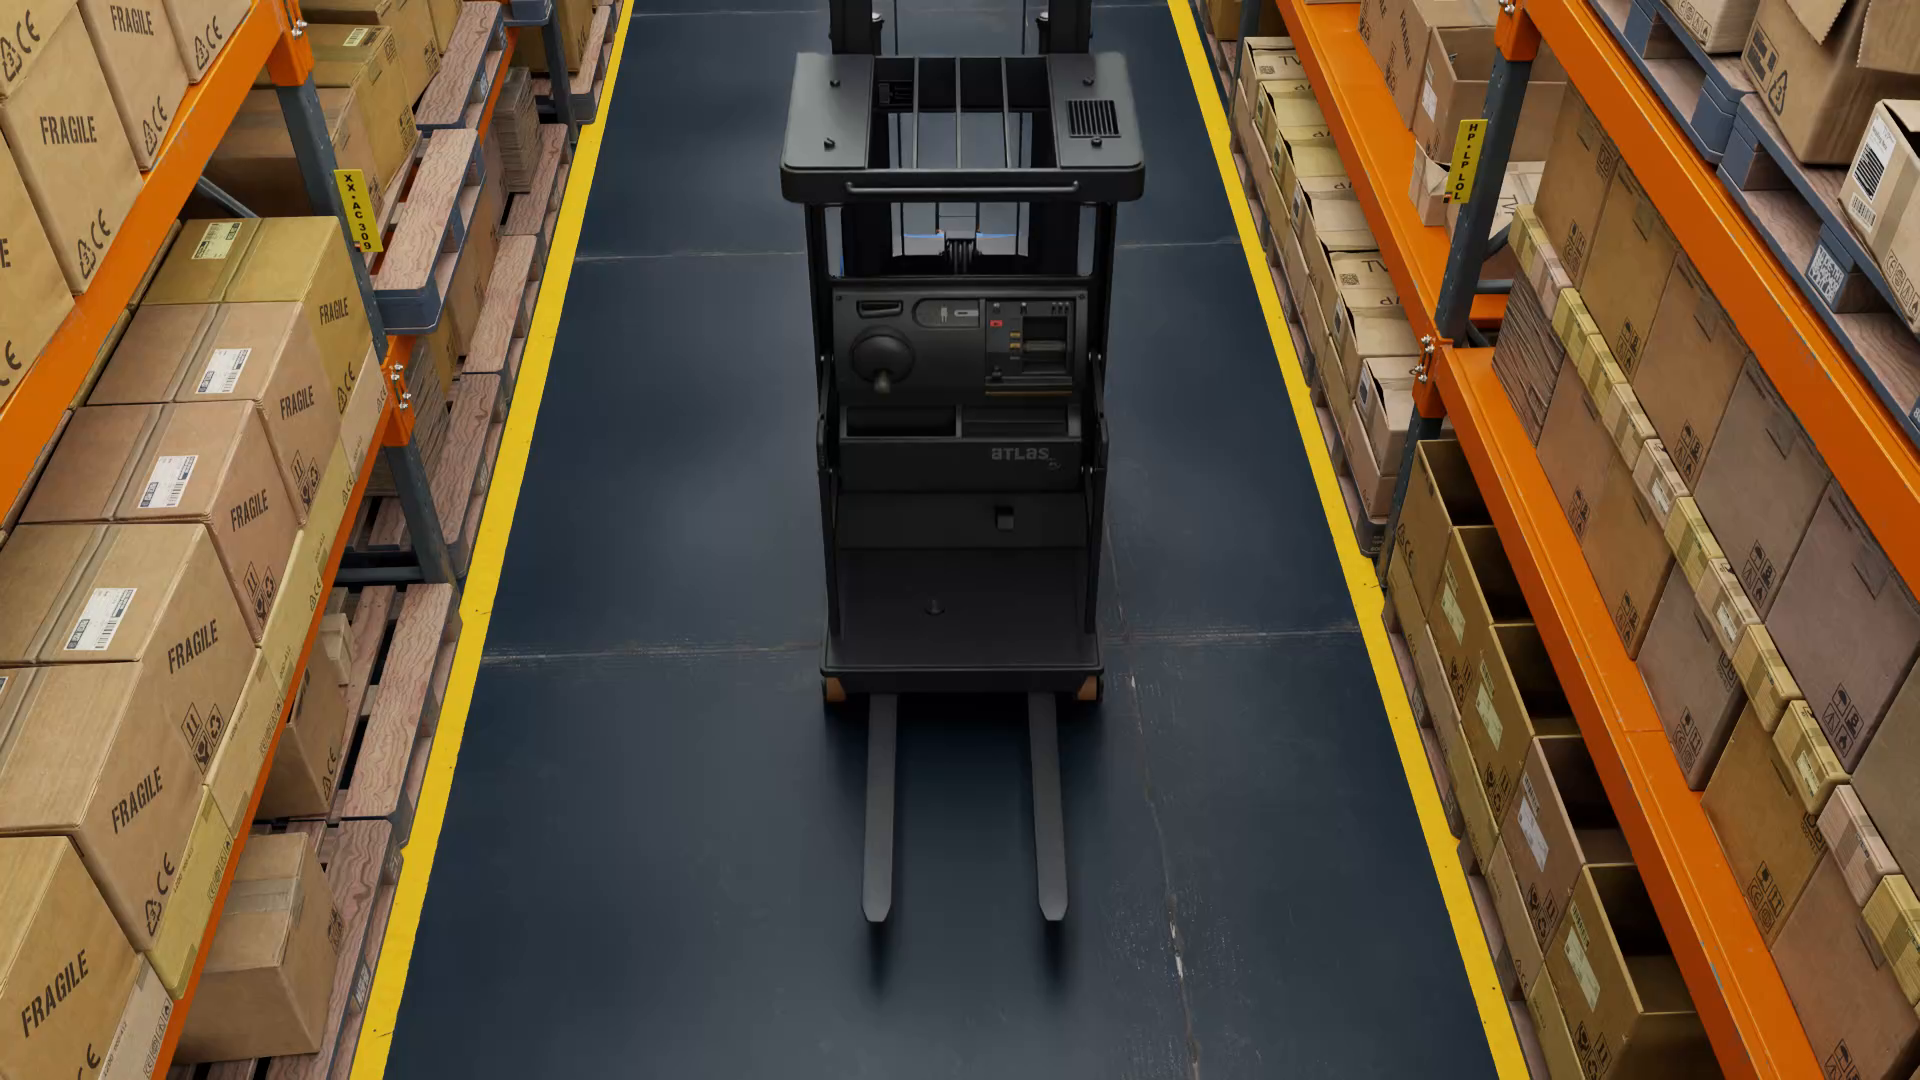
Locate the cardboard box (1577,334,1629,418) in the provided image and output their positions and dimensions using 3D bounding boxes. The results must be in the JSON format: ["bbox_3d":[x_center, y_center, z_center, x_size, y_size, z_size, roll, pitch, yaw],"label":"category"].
[{"bbox_3d":[2.167,-0.516,5.189,0.380,0.149,0.250,-2,43,-2],"label":"cardboard box"}]

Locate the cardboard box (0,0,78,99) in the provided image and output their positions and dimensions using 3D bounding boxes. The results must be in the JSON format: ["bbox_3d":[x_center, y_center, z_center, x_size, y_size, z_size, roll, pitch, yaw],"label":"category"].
[{"bbox_3d":[-2.277,-1.269,3.515,0.500,0.500,0.500,-3,43,-3],"label":"cardboard box"}]

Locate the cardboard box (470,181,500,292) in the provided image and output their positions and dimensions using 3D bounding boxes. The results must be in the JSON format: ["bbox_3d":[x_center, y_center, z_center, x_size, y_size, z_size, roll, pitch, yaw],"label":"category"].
[{"bbox_3d":[-2.768,-1.574,8.421,0.700,0.500,0.500,-2,43,-2],"label":"cardboard box"}]

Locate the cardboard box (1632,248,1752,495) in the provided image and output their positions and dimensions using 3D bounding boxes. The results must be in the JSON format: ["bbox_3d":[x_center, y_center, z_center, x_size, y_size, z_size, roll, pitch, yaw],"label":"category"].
[{"bbox_3d":[2.382,-0.484,4.674,0.700,0.500,0.500,-2,43,-2],"label":"cardboard box"}]

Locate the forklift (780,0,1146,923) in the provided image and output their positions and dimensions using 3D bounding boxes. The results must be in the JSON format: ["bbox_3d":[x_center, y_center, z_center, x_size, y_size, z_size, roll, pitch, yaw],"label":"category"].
[{"bbox_3d":[0.005,-0.643,5.932,1.130,2.935,3.031,0,43,0],"label":"forklift"}]

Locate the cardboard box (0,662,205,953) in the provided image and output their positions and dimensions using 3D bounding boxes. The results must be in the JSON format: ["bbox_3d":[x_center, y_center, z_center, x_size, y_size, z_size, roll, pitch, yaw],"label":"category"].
[{"bbox_3d":[-2.213,0.655,4.006,0.500,0.500,0.500,-3,43,-3],"label":"cardboard box"}]

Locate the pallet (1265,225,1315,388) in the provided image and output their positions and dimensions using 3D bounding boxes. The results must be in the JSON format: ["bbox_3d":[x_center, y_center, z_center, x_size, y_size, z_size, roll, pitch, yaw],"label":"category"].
[{"bbox_3d":[2.188,-1.241,8.598,1.003,0.211,1.213,-2,43,-2],"label":"pallet"}]

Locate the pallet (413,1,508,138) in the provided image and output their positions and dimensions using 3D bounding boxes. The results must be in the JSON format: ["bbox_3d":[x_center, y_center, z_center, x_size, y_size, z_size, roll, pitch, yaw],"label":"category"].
[{"bbox_3d":[-2.681,-2.097,7.610,1.003,0.211,1.213,-2,43,-2],"label":"pallet"}]

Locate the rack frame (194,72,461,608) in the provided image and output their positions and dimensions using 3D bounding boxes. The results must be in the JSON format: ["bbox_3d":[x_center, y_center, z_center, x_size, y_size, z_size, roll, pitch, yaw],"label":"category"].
[{"bbox_3d":[-2.636,-0.803,6.056,1.000,3.000,0.127,-2,43,-2],"label":"rack frame"}]

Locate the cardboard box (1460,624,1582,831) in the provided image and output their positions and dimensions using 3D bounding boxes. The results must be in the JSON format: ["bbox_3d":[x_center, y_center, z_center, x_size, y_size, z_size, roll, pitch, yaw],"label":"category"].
[{"bbox_3d":[2.063,0.632,5.659,0.500,0.500,0.500,-2,43,-2],"label":"cardboard box"}]

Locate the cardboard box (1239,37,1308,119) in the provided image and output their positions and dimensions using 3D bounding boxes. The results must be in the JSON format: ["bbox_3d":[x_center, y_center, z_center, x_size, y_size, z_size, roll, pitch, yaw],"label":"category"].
[{"bbox_3d":[1.872,-2.634,9.362,0.500,0.311,0.500,0,43,0],"label":"cardboard box"}]

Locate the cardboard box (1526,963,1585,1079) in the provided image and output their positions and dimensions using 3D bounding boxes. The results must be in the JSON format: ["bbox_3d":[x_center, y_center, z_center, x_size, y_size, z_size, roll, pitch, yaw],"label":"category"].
[{"bbox_3d":[2.109,1.583,5.176,0.500,0.250,0.500,-2,43,-2],"label":"cardboard box"}]

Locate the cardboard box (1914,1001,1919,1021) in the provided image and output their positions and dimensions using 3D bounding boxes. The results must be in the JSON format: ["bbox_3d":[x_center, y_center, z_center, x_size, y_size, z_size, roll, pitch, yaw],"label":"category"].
[{"bbox_3d":[2.264,1.048,3.483,0.380,0.149,0.250,-1,43,-1],"label":"cardboard box"}]

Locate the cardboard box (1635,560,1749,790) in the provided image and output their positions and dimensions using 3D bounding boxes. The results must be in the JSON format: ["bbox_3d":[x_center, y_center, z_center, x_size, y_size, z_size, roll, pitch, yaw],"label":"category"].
[{"bbox_3d":[2.407,0.356,4.718,0.700,0.500,0.500,0,43,-1],"label":"cardboard box"}]

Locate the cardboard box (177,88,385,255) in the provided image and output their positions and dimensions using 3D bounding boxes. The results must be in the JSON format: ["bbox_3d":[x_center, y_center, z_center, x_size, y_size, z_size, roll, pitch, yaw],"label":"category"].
[{"bbox_3d":[-2.623,-1.346,6.249,0.700,0.500,0.500,-2,43,-2],"label":"cardboard box"}]

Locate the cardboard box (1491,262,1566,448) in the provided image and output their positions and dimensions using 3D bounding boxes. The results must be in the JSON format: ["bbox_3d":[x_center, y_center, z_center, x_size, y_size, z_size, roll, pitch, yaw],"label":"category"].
[{"bbox_3d":[2.338,-0.685,5.853,0.700,0.500,0.500,-3,43,-3],"label":"cardboard box"}]

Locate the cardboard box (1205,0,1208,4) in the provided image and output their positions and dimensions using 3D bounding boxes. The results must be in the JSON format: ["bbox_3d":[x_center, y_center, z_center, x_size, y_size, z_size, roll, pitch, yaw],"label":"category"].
[{"bbox_3d":[1.847,-3.863,10.918,0.500,0.500,0.500,-3,43,-3],"label":"cardboard box"}]

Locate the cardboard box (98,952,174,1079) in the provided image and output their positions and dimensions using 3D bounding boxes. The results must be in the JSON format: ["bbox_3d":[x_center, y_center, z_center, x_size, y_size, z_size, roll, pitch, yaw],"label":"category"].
[{"bbox_3d":[-2.206,1.257,3.905,0.500,0.250,0.500,-3,43,-3],"label":"cardboard box"}]

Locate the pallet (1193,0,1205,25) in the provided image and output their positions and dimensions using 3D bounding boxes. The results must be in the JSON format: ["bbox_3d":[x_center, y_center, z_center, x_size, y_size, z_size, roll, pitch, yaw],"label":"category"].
[{"bbox_3d":[2.101,-3.947,11.549,1.003,0.211,1.213,-2,43,-2],"label":"pallet"}]

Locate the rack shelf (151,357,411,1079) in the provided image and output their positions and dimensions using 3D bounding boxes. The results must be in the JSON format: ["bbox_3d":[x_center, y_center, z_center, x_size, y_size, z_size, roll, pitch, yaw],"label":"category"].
[{"bbox_3d":[-2.551,0.813,4.826,1.077,0.370,4.000,-2,43,-2],"label":"rack shelf"}]

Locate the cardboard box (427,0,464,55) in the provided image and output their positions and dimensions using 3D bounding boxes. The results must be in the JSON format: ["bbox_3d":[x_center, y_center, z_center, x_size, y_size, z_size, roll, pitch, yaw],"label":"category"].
[{"bbox_3d":[-2.701,-2.545,7.556,0.700,0.500,0.500,-2,43,-2],"label":"cardboard box"}]

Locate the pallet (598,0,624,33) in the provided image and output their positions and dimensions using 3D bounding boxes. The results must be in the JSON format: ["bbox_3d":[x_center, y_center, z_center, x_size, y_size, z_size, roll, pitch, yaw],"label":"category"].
[{"bbox_3d":[-2.813,-3.831,11.423,1.003,0.211,1.213,-2,43,-2],"label":"pallet"}]

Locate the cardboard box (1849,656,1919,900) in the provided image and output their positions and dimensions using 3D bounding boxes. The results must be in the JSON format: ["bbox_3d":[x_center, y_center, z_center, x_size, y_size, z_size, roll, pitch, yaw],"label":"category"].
[{"bbox_3d":[2.446,0.532,3.566,0.700,0.500,0.500,-3,43,-3],"label":"cardboard box"}]

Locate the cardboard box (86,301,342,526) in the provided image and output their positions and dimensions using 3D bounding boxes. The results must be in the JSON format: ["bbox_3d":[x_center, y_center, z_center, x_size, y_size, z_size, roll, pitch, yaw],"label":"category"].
[{"bbox_3d":[-2.280,-0.384,5.140,0.500,0.500,0.500,-2,43,-2],"label":"cardboard box"}]

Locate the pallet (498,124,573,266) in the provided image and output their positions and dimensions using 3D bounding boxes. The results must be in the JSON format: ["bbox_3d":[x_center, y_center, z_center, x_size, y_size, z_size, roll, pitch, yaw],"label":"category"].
[{"bbox_3d":[-2.774,-1.948,9.368,1.003,0.211,1.213,-2,43,-2],"label":"pallet"}]

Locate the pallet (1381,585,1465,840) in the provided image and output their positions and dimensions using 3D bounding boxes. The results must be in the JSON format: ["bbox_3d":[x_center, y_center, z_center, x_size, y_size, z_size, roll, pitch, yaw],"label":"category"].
[{"bbox_3d":[2.305,0.619,6.569,1.003,0.211,1.213,-2,43,-2],"label":"pallet"}]

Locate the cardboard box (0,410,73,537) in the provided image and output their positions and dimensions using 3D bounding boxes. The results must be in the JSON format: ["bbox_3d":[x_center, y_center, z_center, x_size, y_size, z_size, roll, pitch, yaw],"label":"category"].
[{"bbox_3d":[-2.791,-0.022,4.745,0.500,0.500,0.500,-1,43,-1],"label":"cardboard box"}]

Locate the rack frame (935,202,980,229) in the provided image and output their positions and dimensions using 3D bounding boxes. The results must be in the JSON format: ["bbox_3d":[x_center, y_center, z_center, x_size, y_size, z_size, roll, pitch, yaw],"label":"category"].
[{"bbox_3d":[-0.012,-1.143,7.870,0.200,1.050,0.008,0,43,0],"label":"rack frame"}]

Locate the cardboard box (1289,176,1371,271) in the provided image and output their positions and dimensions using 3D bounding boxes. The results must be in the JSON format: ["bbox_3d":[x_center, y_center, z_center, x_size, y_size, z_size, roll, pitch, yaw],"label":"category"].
[{"bbox_3d":[1.945,-1.588,8.221,0.500,0.311,0.500,-2,43,-2],"label":"cardboard box"}]

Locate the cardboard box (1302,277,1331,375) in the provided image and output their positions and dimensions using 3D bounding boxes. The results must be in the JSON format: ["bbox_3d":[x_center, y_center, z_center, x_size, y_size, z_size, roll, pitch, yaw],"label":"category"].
[{"bbox_3d":[1.964,-1.047,8.046,0.500,0.250,0.500,-1,43,-1],"label":"cardboard box"}]

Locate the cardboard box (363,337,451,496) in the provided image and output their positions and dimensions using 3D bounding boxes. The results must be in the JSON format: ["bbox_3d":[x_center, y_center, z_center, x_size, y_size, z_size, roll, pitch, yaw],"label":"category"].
[{"bbox_3d":[-2.684,-0.540,7.293,0.700,0.500,0.500,0,43,0],"label":"cardboard box"}]

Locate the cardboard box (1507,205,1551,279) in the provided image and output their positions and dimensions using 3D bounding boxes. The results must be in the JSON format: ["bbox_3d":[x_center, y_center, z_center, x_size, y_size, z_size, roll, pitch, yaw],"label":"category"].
[{"bbox_3d":[2.131,-1.036,5.756,0.380,0.149,0.250,-2,43,-2],"label":"cardboard box"}]

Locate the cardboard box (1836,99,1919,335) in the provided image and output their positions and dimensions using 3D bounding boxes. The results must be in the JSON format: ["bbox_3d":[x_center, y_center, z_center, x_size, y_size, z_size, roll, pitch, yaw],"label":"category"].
[{"bbox_3d":[2.147,-0.672,3.344,0.500,0.311,0.500,3,43,3],"label":"cardboard box"}]

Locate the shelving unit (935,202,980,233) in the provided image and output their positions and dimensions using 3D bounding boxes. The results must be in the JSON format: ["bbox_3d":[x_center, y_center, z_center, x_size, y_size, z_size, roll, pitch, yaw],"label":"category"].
[{"bbox_3d":[-0.011,-1.061,7.780,0.215,1.050,0.252,0,43,0],"label":"shelving unit"}]

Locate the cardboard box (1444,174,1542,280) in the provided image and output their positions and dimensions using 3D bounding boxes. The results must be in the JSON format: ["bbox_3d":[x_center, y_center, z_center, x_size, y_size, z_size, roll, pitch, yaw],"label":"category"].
[{"bbox_3d":[2.249,-1.223,6.625,0.500,0.250,0.500,1,43,1],"label":"cardboard box"}]

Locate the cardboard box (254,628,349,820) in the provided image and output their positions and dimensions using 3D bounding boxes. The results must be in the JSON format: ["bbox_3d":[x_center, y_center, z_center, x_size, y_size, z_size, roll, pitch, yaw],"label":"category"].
[{"bbox_3d":[-2.552,0.656,5.988,0.500,0.500,0.500,-5,43,-5],"label":"cardboard box"}]

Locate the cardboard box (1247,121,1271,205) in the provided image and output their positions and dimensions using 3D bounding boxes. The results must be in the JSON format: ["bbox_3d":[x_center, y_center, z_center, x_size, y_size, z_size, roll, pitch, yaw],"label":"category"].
[{"bbox_3d":[1.894,-2.088,9.182,0.500,0.250,0.500,-3,43,-3],"label":"cardboard box"}]

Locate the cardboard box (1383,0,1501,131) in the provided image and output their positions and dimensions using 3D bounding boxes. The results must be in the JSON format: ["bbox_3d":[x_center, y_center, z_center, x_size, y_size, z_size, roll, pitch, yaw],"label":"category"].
[{"bbox_3d":[2.253,-2.197,7.503,0.500,0.500,0.500,-2,43,-2],"label":"cardboard box"}]

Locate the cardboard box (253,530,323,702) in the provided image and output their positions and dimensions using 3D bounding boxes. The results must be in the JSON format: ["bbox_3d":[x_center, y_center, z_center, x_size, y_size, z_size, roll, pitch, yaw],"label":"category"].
[{"bbox_3d":[-2.263,0.232,5.023,0.500,0.250,0.500,-2,43,-2],"label":"cardboard box"}]

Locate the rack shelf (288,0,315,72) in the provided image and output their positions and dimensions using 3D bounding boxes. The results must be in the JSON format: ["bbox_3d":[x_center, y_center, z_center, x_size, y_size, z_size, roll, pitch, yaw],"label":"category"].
[{"bbox_3d":[-2.721,-2.994,6.758,1.077,0.370,4.000,-2,43,-2],"label":"rack shelf"}]

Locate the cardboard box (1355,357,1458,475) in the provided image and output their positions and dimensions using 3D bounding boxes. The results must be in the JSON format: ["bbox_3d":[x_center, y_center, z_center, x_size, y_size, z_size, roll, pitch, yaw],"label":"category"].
[{"bbox_3d":[2.010,-0.561,7.100,0.500,0.311,0.500,-2,43,-2],"label":"cardboard box"}]

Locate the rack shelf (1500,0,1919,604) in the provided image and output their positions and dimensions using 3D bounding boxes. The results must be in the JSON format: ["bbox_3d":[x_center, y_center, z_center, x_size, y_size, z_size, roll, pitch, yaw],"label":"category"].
[{"bbox_3d":[2.398,-0.438,3.970,1.077,0.370,4.000,-2,43,-2],"label":"rack shelf"}]

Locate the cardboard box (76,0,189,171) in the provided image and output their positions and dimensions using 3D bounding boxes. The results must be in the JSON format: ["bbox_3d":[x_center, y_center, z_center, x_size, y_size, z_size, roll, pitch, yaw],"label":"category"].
[{"bbox_3d":[-2.359,-1.277,4.264,0.500,0.500,0.500,-5,43,-5],"label":"cardboard box"}]

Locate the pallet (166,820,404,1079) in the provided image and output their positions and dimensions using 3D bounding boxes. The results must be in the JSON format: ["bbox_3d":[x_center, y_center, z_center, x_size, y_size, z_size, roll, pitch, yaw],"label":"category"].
[{"bbox_3d":[-2.517,1.503,5.604,1.003,0.211,1.213,-2,43,-2],"label":"pallet"}]

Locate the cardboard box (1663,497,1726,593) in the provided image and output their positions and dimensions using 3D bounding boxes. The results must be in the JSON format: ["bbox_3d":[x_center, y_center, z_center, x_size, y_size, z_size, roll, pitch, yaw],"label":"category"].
[{"bbox_3d":[2.200,0.009,4.616,0.380,0.149,0.250,-2,43,-2],"label":"cardboard box"}]

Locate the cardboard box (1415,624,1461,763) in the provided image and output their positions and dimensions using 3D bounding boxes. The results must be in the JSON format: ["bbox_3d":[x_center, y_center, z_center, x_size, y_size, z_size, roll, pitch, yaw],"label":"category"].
[{"bbox_3d":[2.046,0.571,6.281,0.500,0.250,0.500,-2,43,-2],"label":"cardboard box"}]

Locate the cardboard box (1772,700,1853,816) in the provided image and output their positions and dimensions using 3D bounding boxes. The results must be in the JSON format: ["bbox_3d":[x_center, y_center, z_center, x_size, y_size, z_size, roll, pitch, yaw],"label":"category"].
[{"bbox_3d":[2.233,0.528,4.050,0.380,0.149,0.250,0,43,0],"label":"cardboard box"}]
